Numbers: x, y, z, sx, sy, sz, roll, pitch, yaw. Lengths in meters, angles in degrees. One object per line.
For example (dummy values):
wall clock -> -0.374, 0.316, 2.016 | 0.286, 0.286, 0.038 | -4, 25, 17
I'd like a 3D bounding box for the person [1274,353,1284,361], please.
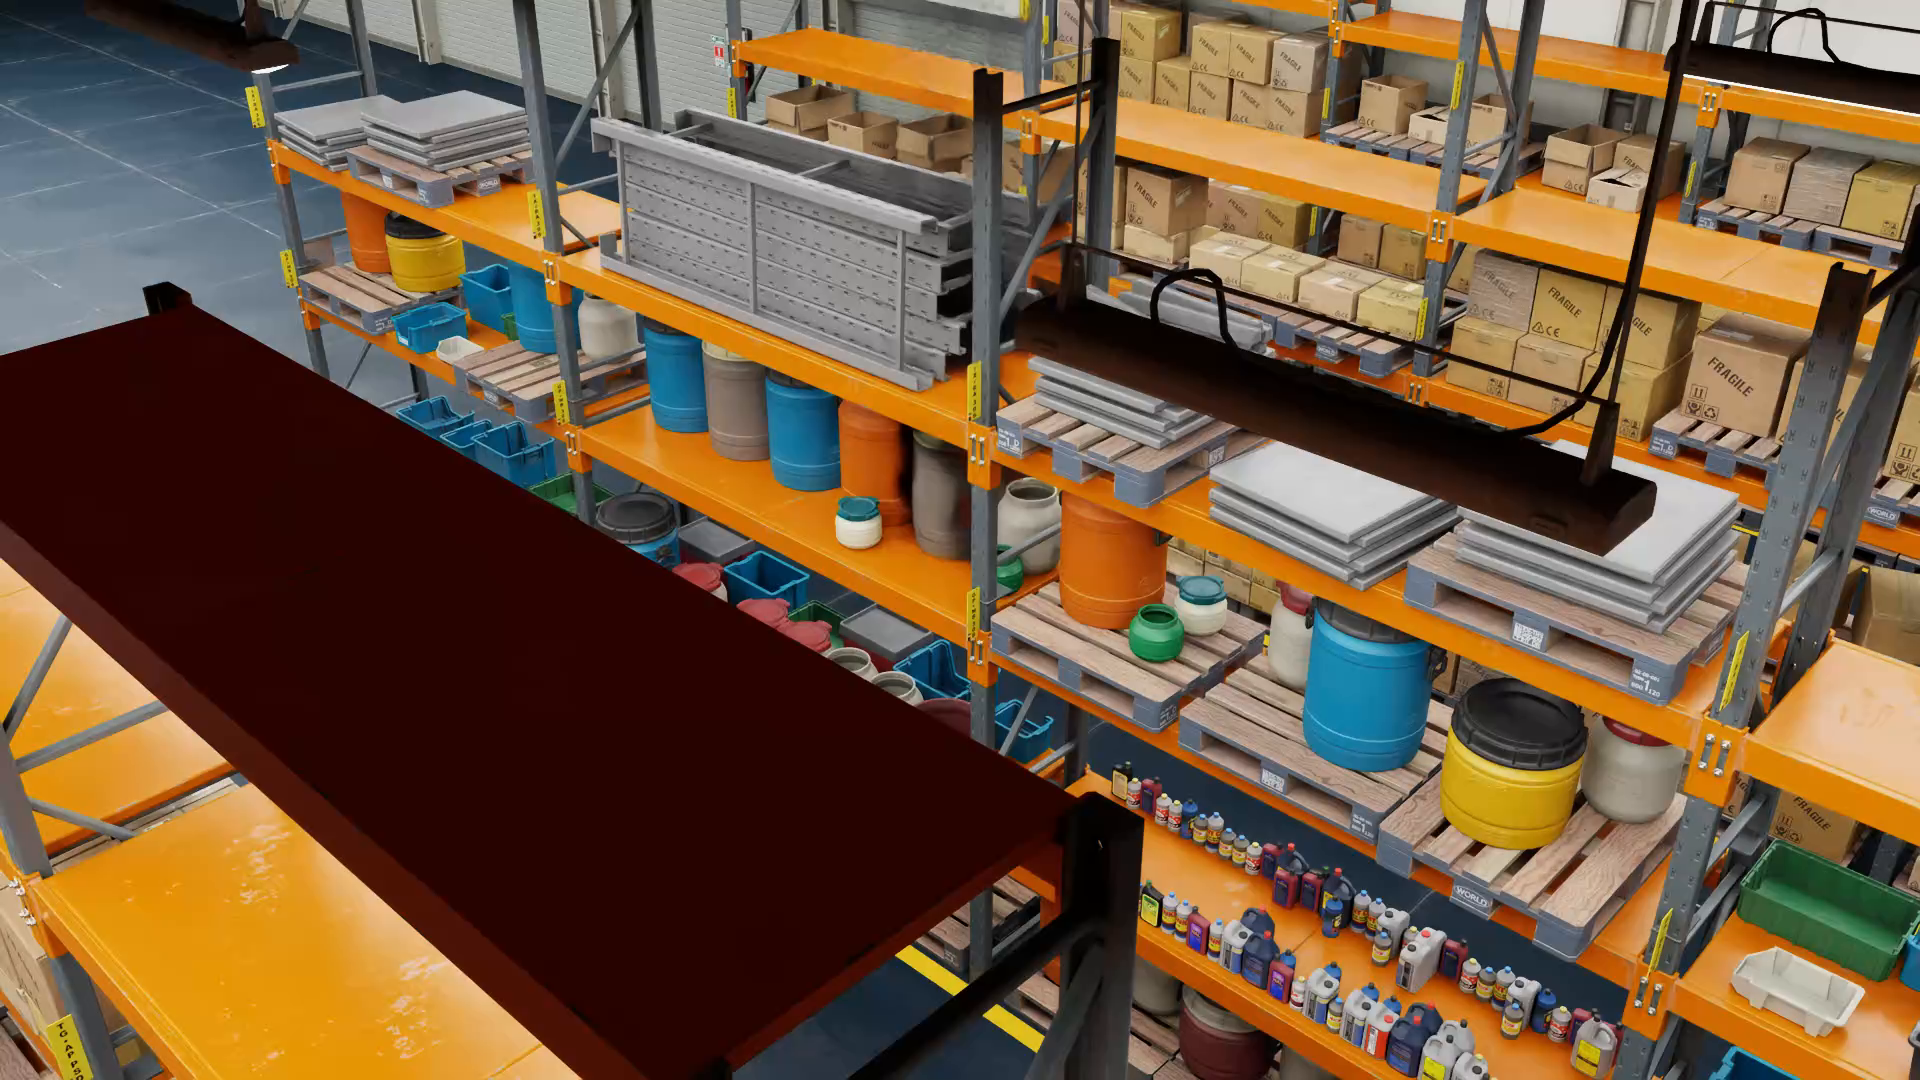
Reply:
person -> 2.961, -1.571, 17.220 | 0.735, 1.751, 0.647 | 20, 35, 32
